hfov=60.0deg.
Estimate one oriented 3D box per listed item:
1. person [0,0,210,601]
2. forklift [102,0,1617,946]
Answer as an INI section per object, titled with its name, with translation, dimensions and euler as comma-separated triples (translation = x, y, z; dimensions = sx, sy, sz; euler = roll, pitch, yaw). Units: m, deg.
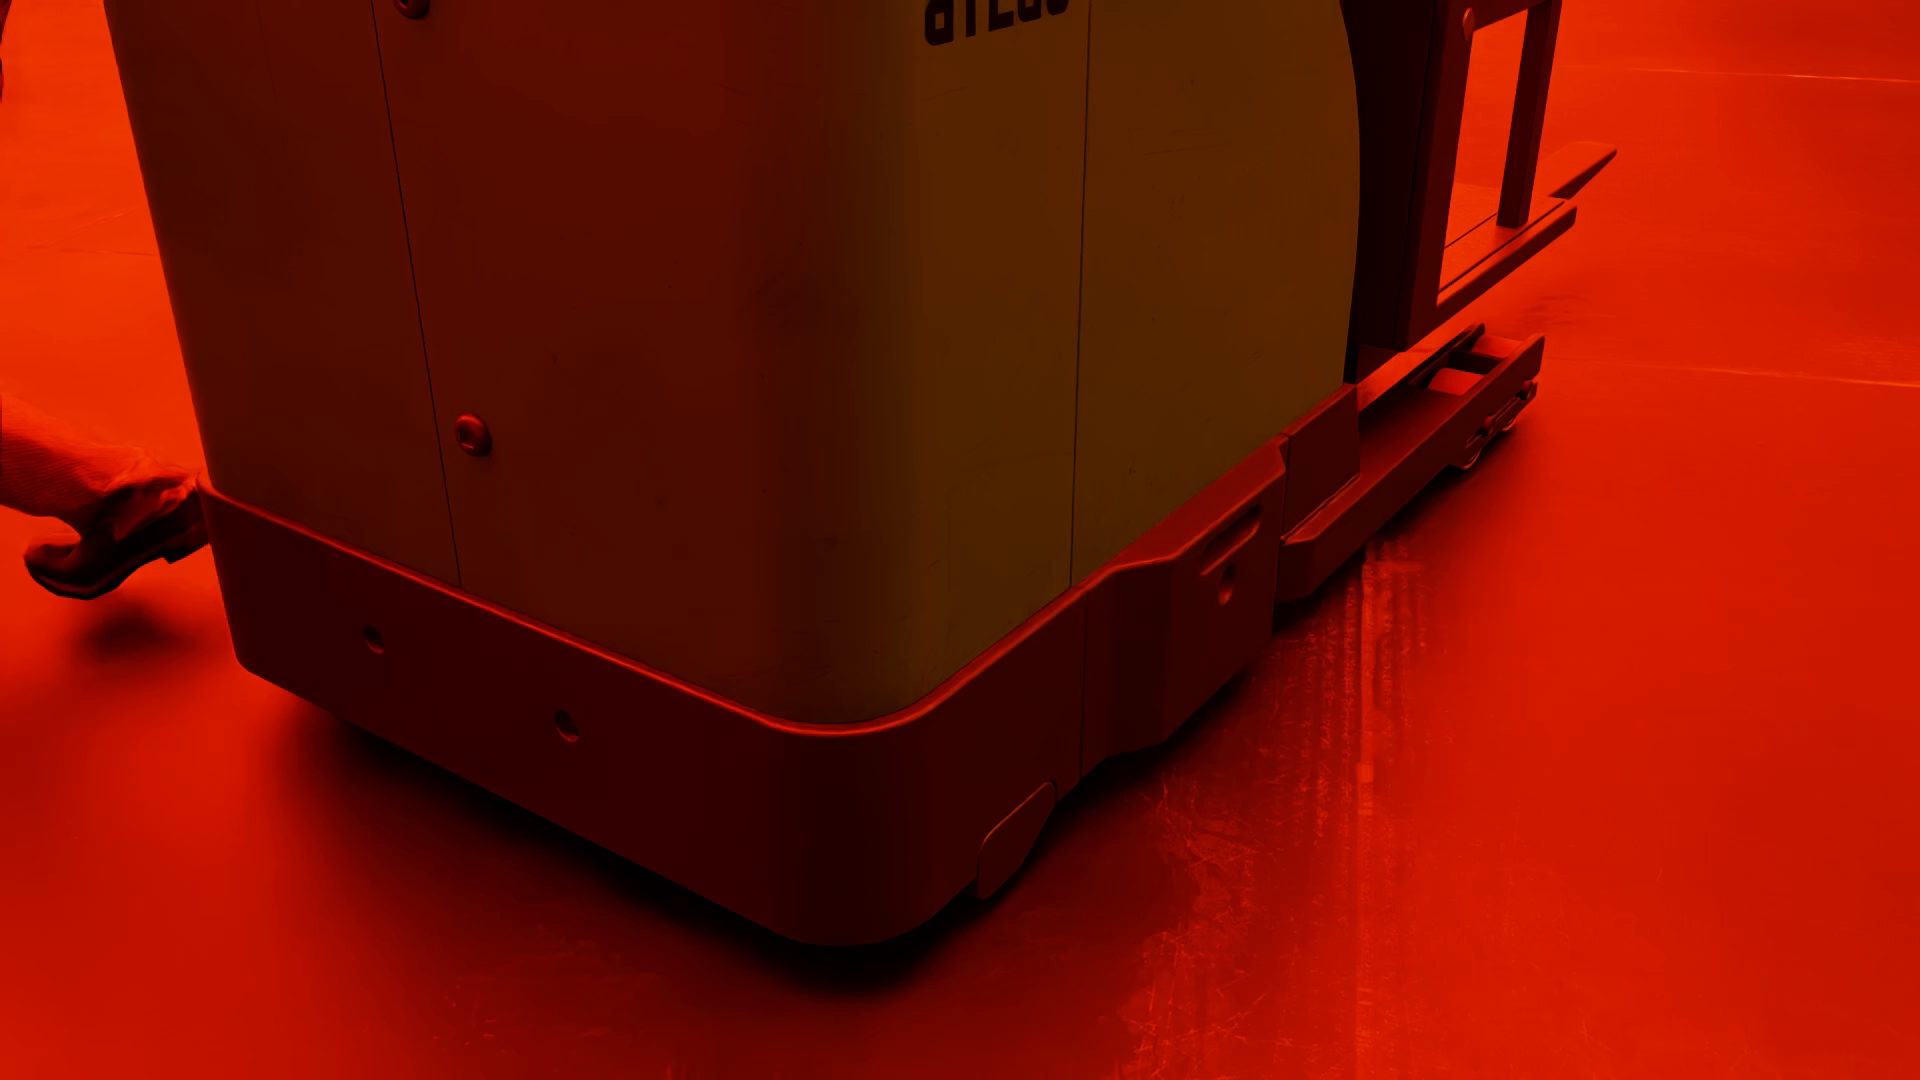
[person]
translation = -1.269, -0.456, 1.685
dimensions = 0.833, 1.598, 1.081
euler = -9, 28, -17
[forklift]
translation = 0.349, -1.534, 2.287
dimensions = 1.130, 2.935, 3.031
euler = 17, 32, 31
